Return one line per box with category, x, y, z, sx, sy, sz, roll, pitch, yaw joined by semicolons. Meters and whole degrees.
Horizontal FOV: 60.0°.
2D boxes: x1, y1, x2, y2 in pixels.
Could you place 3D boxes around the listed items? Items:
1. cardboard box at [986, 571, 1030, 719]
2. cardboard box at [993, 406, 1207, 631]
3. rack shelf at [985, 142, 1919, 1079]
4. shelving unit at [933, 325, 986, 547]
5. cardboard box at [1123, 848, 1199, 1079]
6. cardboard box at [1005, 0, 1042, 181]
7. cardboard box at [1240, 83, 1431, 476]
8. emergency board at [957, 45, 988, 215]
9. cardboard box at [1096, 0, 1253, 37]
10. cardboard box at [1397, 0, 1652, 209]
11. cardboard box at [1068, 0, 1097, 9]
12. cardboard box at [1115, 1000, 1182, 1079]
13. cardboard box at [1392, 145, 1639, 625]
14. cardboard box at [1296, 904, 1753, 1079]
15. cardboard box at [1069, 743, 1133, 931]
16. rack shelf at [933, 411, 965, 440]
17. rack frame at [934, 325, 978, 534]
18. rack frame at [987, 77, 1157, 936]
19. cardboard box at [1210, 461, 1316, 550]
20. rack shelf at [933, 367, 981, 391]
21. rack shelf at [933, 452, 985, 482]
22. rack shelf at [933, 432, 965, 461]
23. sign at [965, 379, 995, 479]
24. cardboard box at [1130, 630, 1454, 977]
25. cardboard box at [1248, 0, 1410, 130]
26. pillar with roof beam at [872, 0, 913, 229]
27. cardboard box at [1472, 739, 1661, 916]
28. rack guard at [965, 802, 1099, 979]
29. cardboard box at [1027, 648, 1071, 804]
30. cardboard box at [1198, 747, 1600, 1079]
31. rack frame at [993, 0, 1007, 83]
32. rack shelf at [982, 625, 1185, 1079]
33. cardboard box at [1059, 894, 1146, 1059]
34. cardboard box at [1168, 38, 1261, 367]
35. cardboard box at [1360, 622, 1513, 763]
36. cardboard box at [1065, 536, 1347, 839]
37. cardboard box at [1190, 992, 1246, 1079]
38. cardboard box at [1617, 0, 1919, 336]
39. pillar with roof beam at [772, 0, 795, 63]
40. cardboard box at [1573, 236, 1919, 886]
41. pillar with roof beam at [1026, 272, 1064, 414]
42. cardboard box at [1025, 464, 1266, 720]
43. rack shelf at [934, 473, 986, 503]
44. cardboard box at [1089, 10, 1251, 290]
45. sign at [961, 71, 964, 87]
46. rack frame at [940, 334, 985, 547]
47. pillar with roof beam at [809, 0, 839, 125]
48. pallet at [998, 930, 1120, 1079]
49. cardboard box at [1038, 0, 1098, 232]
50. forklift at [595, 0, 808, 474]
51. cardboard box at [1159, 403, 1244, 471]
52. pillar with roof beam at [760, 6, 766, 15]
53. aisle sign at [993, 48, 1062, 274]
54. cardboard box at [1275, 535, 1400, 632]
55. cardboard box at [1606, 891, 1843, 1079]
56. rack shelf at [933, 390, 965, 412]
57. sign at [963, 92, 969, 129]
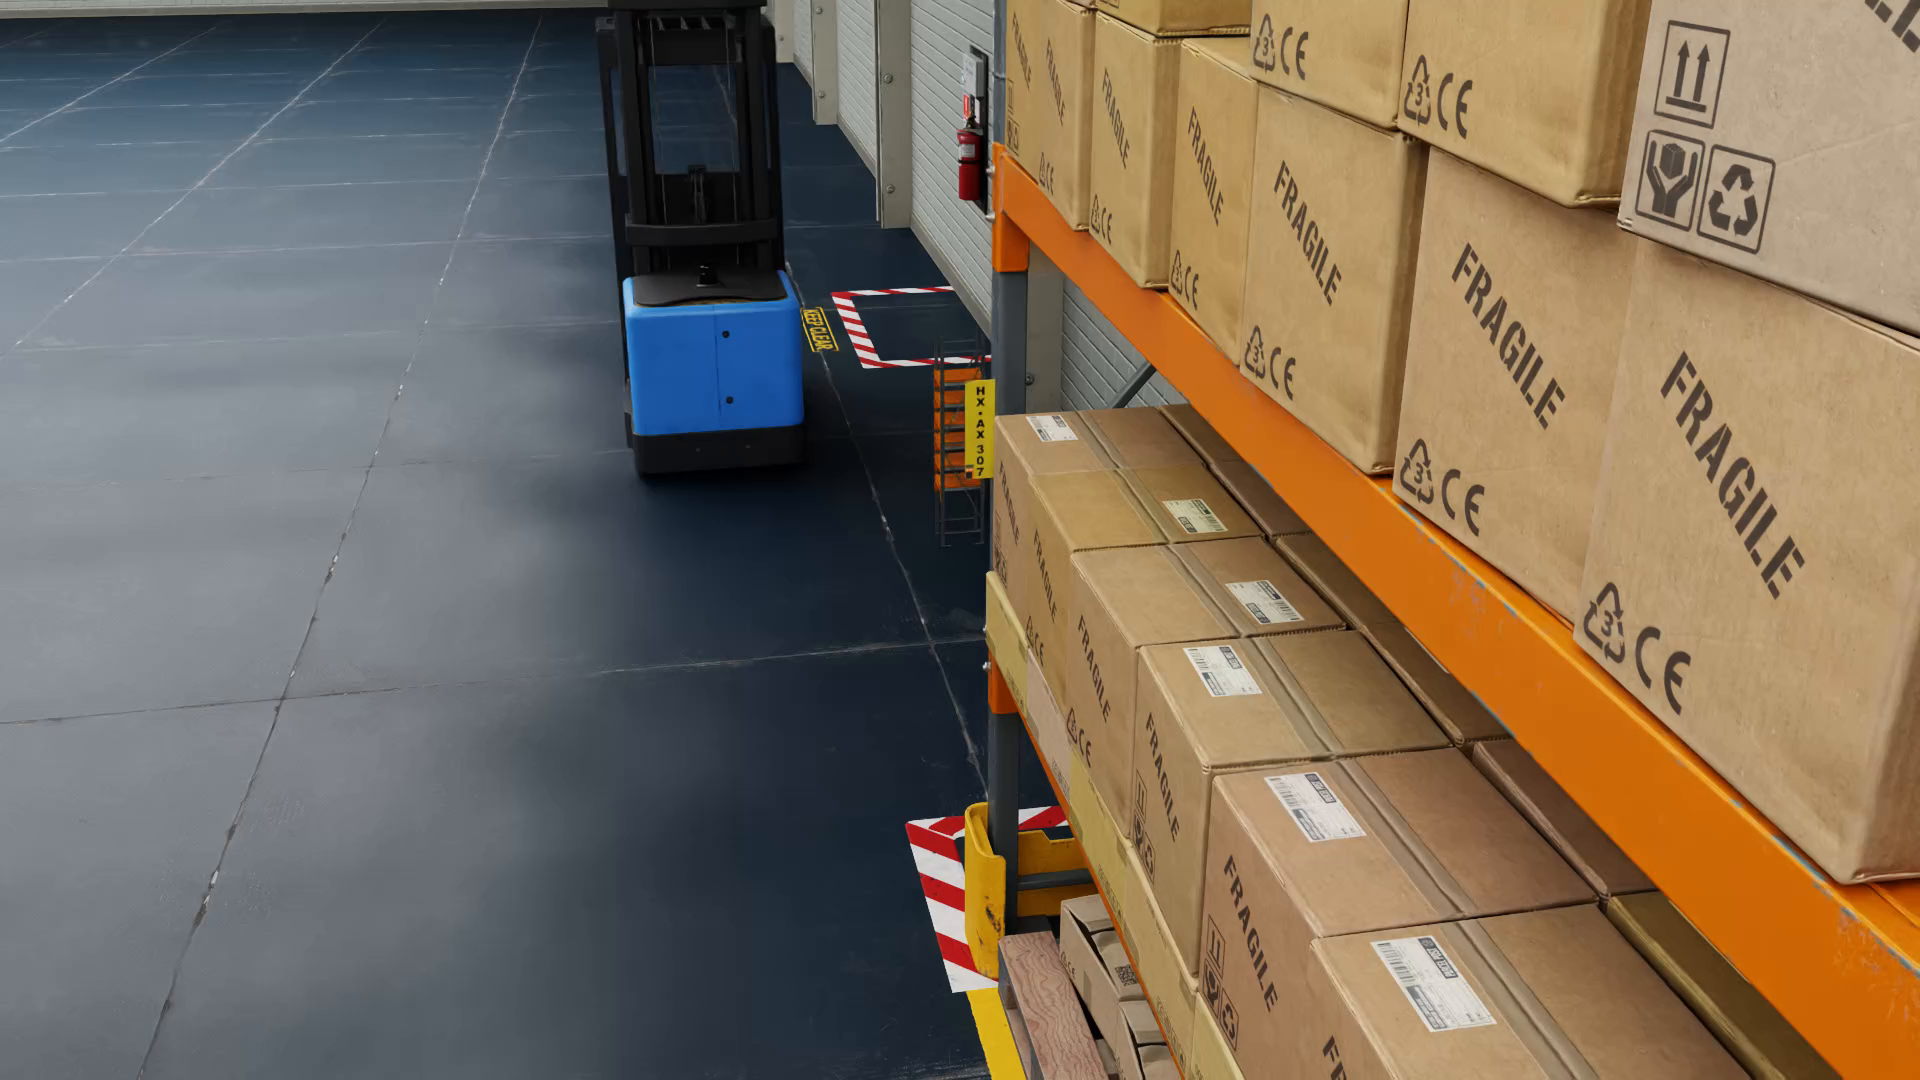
cardboard box;0.377;0.286;5.009;0.500;0.250;0.500;-5;24;-11
cardboard box;0.392;-0.063;4.872;0.500;0.500;0.500;-4;24;-10
rack shelf;0.969;-0.247;3.219;1.077;0.370;4.000;-4;24;-10
shelving unit;-0.003;-0.556;9.023;0.258;1.200;0.189;-4;24;-10
cardboard box;0.667;0.889;3.629;0.500;0.250;0.500;-4;24;-9
cardboard box;0.415;-1.268;4.509;0.500;0.500;0.500;-4;24;-8
cardboard box;0.782;-0.440;2.613;0.500;0.500;0.500;-5;24;-12
emergency board;0.050;-3.112;12.629;0.194;1.169;0.643;-4;24;-10
cardboard box;0.581;-1.305;3.344;0.500;0.500;0.500;-4;24;-8
cardboard box;0.867;-0.696;1.950;0.500;0.500;0.500;-3;24;-7
cardboard box;0.475;-1.506;3.804;0.500;0.500;0.500;-5;24;-10
cardboard box;0.744;1.545;4.775;0.500;0.311;0.500;-2;24;-5
cardboard box;0.922;-0.225;2.120;0.500;0.500;0.500;-6;24;-14
cardboard box;0.850;0.941;2.572;0.500;0.500;0.500;-4;24;-10
cardboard box;0.576;0.690;4.084;0.500;0.250;0.500;-5;24;-11
rack shelf;-0.003;-0.625;8.993;0.258;0.103;0.180;-4;24;-10
rack frame;-0.020;-0.592;9.105;0.240;1.200;0.006;-4;24;-10
rack frame;0.599;0.011;5.477;1.000;3.000;0.127;-4;24;-10
cardboard box;0.979;0.095;4.509;0.500;0.500;0.500;-4;24;-9
rack shelf;-0.003;-0.845;8.897;0.258;0.103;0.180;-4;24;-10
rack shelf;-0.003;-0.405;9.089;0.258;0.103;0.180;-4;24;-10
rack shelf;-0.003;-0.515;9.041;0.258;0.103;0.180;-4;24;-10
sign;0.066;-0.345;5.211;0.100;0.325;0.005;-4;24;-10
cardboard box;0.670;0.538;3.496;0.500;0.500;0.500;-4;24;-8
cardboard box;0.761;-0.900;2.415;0.500;0.500;0.500;-5;24;-12
pillar with roof beam;-4.871;-6.928;13.870;9.100;9.000;0.400;-4;24;-10
cardboard box;1.279;0.700;3.125;0.500;0.500;0.500;-4;24;-8
rack guard;0.613;1.187;5.909;1.175;0.500;0.348;-4;24;-10
cardboard box;0.487;0.489;4.544;0.500;0.250;0.500;-5;24;-11
cardboard box;0.767;0.743;3.027;0.500;0.500;0.500;-5;24;-11
rack frame;0.599;-2.738;4.276;1.000;3.000;0.127;-4;24;-10
rack shelf;0.969;1.128;3.819;1.077;0.370;4.000;-4;24;-10
cardboard box;0.639;1.321;5.288;0.500;0.311;0.500;-7;25;-16
cardboard box;0.699;-0.641;3.073;0.500;0.500;0.500;-3;24;-6
cardboard box;1.172;0.497;3.591;0.500;0.500;0.500;-4;24;-9
cardboard box;0.563;0.336;3.959;0.500;0.500;0.500;-5;24;-11
cardboard box;0.761;1.087;3.176;0.500;0.250;0.500;-4;24;-10
cardboard box;0.980;-0.480;1.455;0.500;0.500;0.500;-6;24;-14
pillar with roof beam;-7.090;-11.648;24.677;9.100;9.000;0.400;-4;24;-10
cardboard box;1.002;-0.026;1.665;0.500;0.500;0.500;-4;24;-8
pillar with roof beam;-3.762;-4.568;8.466;9.100;9.000;0.400;-4;24;-10
cardboard box;0.474;0.132;4.425;0.500;0.500;0.500;-4;24;-10
rack shelf;-0.003;-0.295;9.137;0.258;0.103;0.180;-4;24;-10
cardboard box;0.580;-0.851;3.552;0.500;0.500;0.500;-3;24;-7
sign;0.041;-3.594;13.025;0.001;0.109;0.331;-4;24;-10
rack frame;0.014;-0.520;8.940;0.240;1.200;0.006;-4;24;-10
pillar with roof beam;-5.980;-9.288;19.274;9.100;9.000;0.400;-4;24;-10
pallet;0.729;1.641;5.229;1.003;0.211;1.213;-4;24;-10
cardboard box;0.480;-1.055;4.019;0.500;0.500;0.500;-3;24;-6
forklift;-1.737;-2.303;10.862;1.130;2.935;3.031;-5;24;-11
cardboard box;0.895;-0.103;4.964;0.500;0.500;0.500;-5;24;-10
pillar with roof beam;-8.199;-14.008;30.081;9.100;9.000;0.400;-4;24;-10
aisle sign;0.291;-1.186;4.970;0.394;0.787;0.004;-4;24;-10
cardboard box;1.078;0.299;4.044;0.500;0.500;0.500;-5;24;-11
cardboard box;1.365;0.896;2.675;0.500;0.500;0.500;-4;24;-10
rack shelf;-0.003;-0.735;8.945;0.258;0.103;0.180;-4;24;-10
sign;0.049;-3.354;13.137;0.001;0.329;0.234;-4;24;-10
